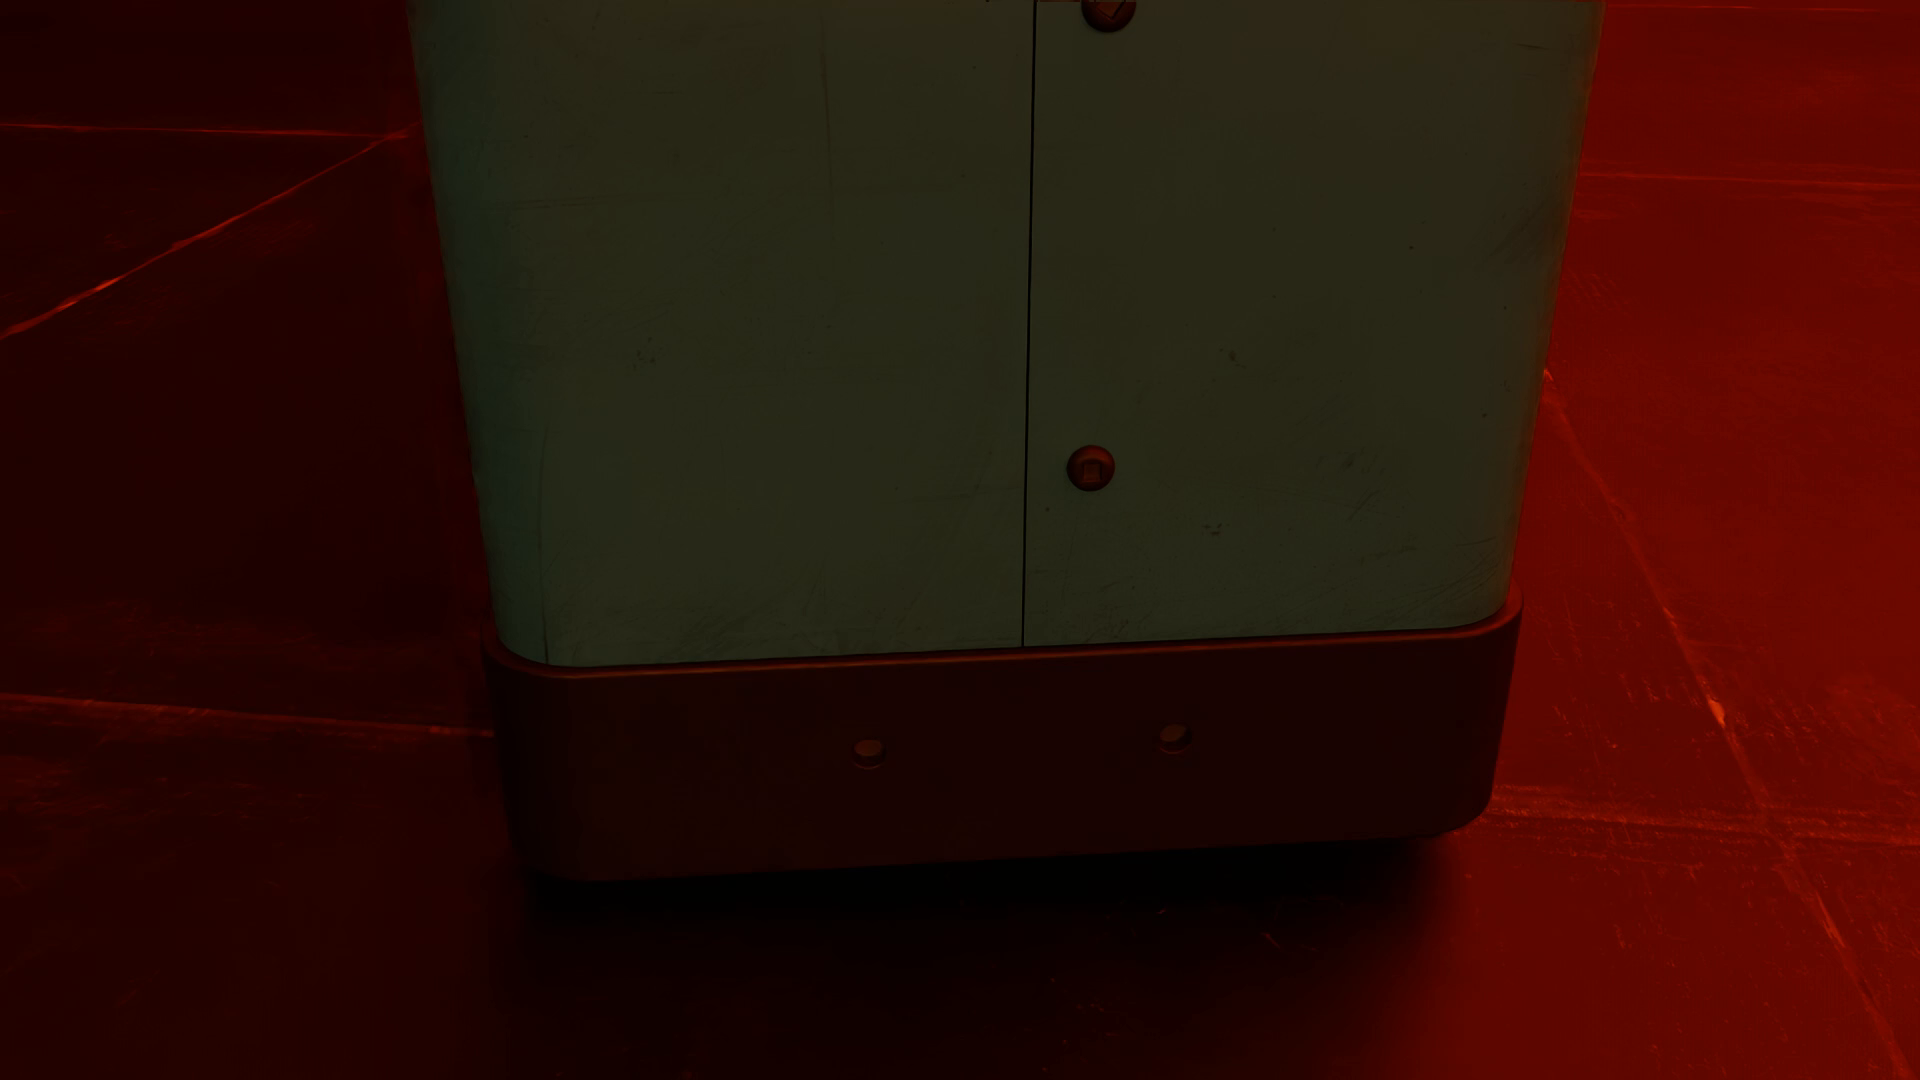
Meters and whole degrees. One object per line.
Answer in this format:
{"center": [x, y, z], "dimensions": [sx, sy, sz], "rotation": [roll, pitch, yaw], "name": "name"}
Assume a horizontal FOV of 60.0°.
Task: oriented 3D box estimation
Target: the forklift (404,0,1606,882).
{"center": [-0.074, -1.596, 2.417], "dimensions": [1.130, 2.935, 3.031], "rotation": [-2, 27, -5], "name": "forklift"}
